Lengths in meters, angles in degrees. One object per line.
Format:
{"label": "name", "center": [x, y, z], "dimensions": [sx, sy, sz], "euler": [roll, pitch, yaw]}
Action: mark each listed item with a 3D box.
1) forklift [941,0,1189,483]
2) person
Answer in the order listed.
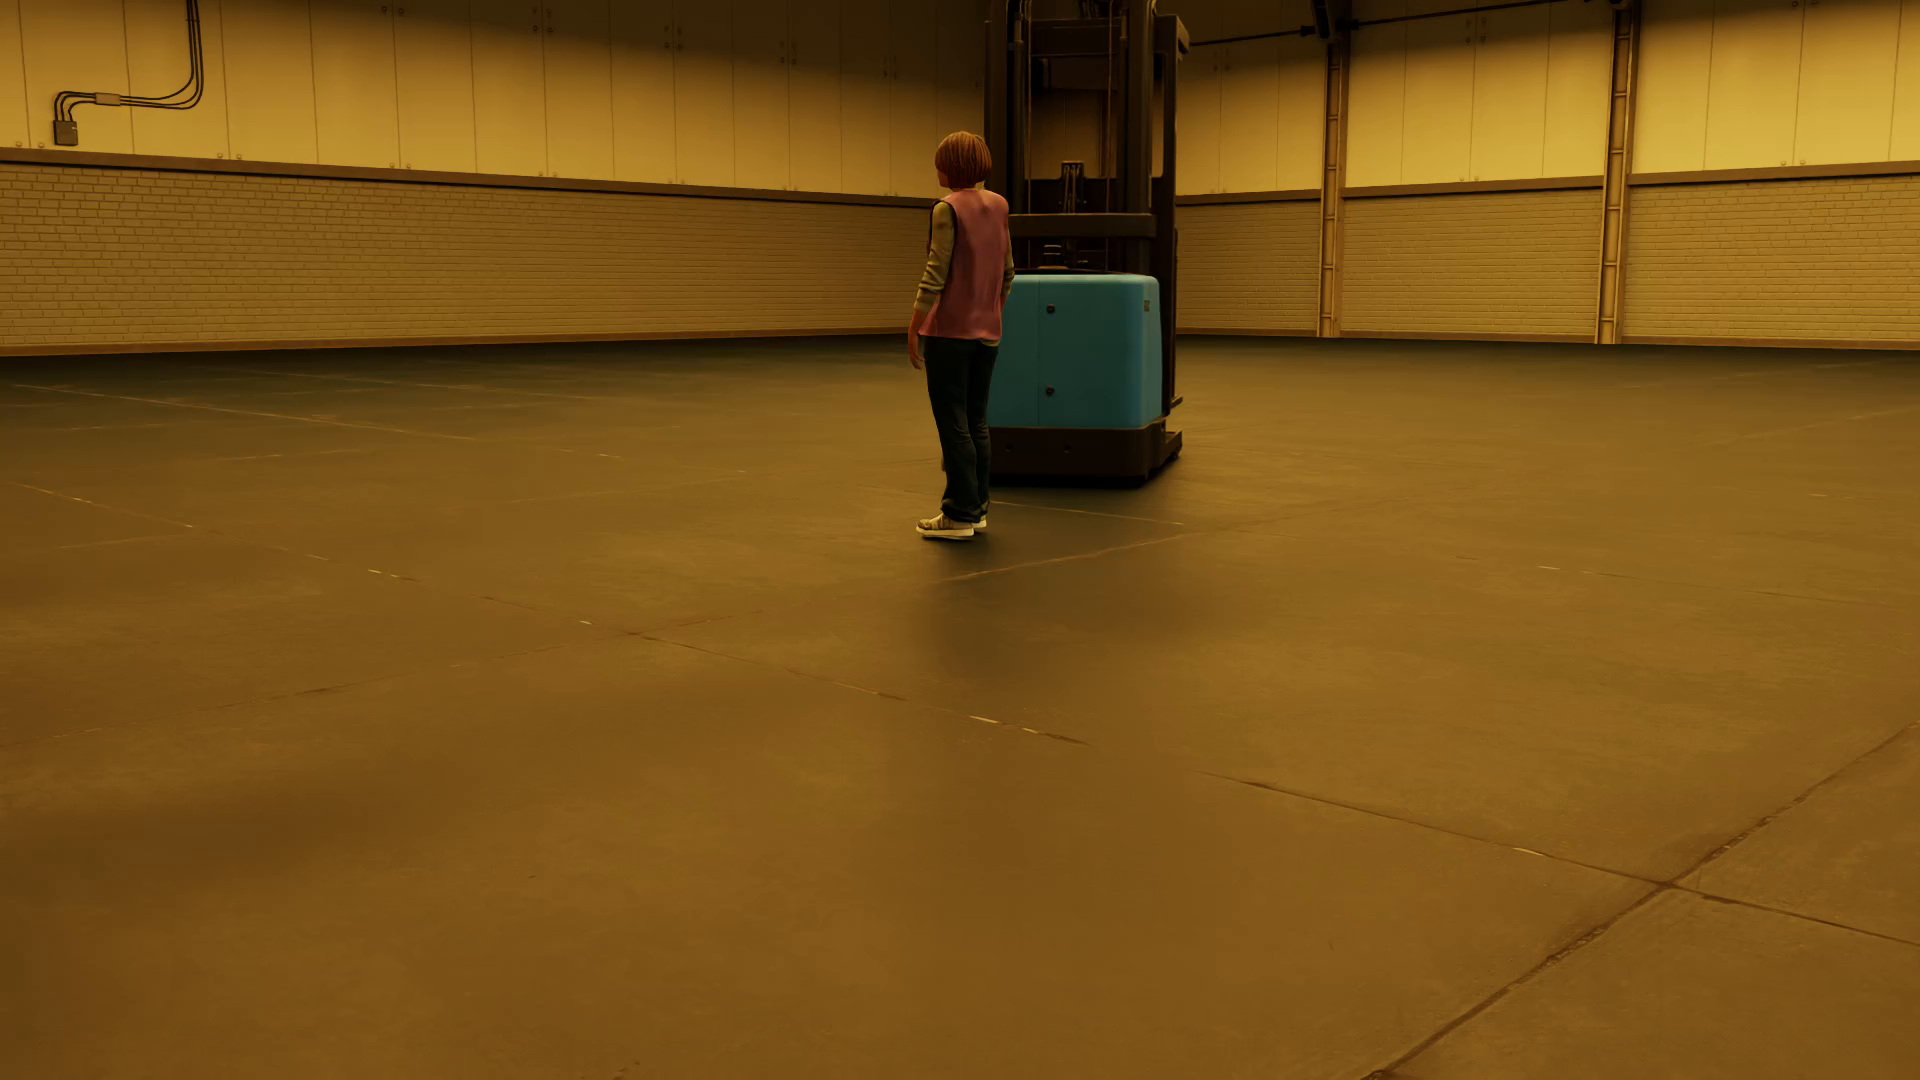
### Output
{"label": "forklift", "center": [0.729, -1.928, 9.678], "dimensions": [1.130, 2.935, 3.031], "euler": [2, 9, 13]}
{"label": "person", "center": [-0.044, -0.807, 6.659], "dimensions": [0.473, 1.599, 0.520], "euler": [8, 12, 43]}
